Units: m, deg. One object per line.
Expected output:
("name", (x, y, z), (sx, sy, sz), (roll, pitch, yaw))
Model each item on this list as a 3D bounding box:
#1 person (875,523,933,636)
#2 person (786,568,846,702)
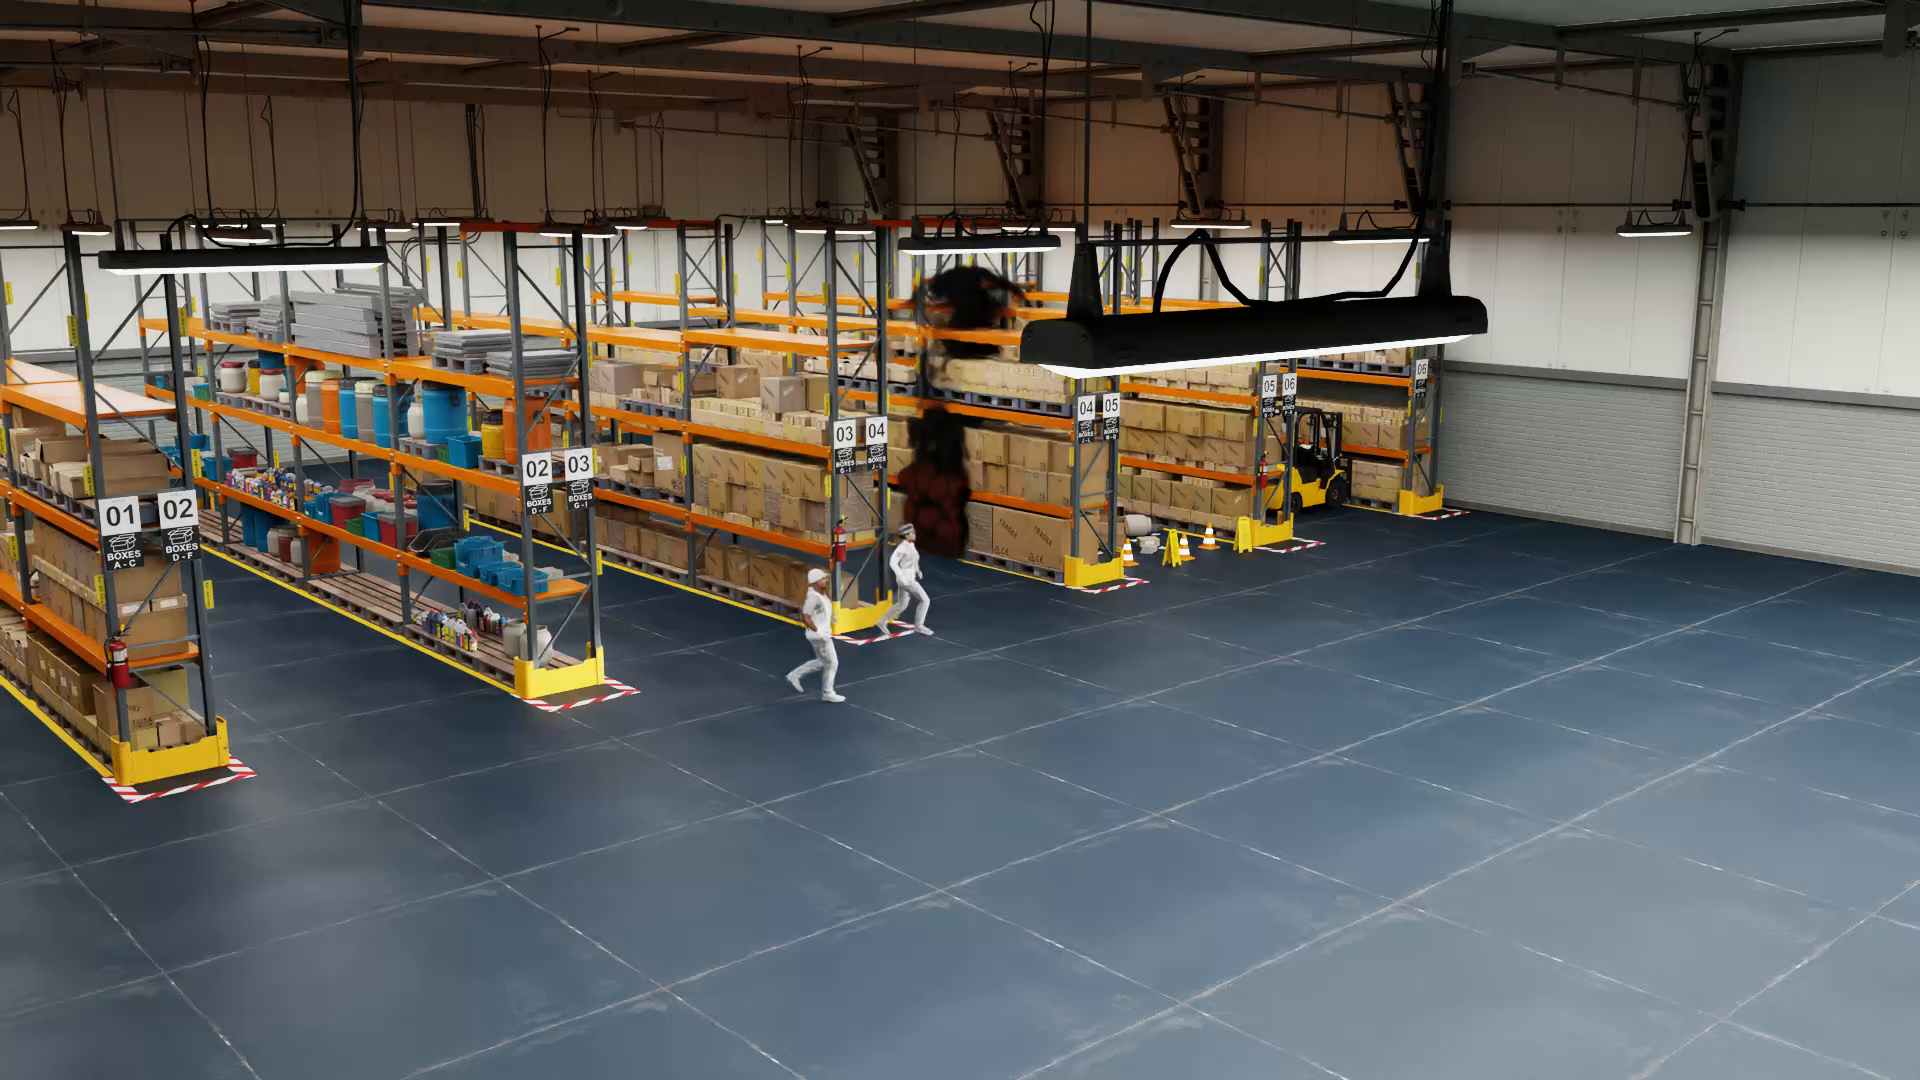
("person", (-0.803, 0.575, 23.818), (0.847, 1.672, 0.640), (1, 11, 5))
("person", (-1.868, 1.227, 21.393), (0.765, 1.769, 0.674), (-1, 11, -6))
